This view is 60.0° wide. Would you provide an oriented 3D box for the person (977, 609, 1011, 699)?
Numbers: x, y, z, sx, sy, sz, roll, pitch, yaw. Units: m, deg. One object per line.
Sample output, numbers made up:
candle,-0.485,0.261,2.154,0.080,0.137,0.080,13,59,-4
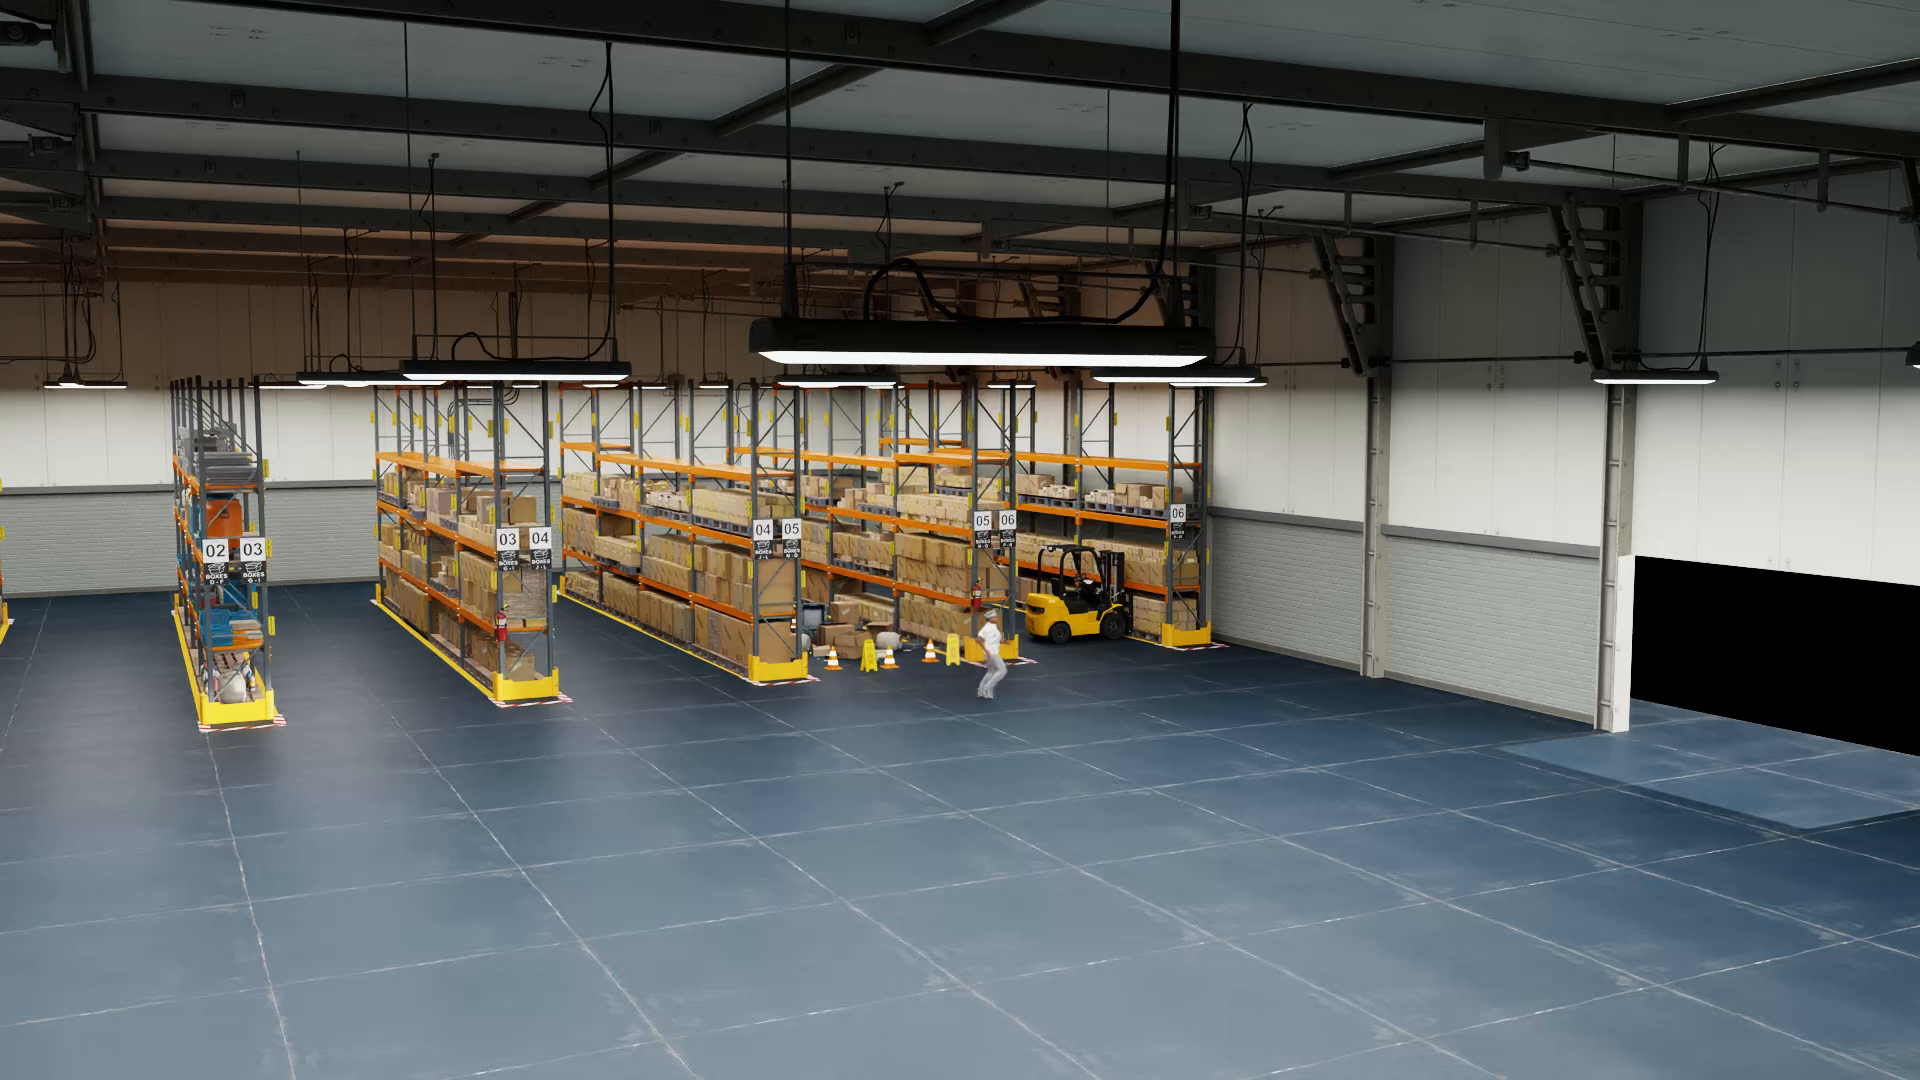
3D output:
person,0.626,2.123,31.003,0.653,1.675,0.552,1,5,9
